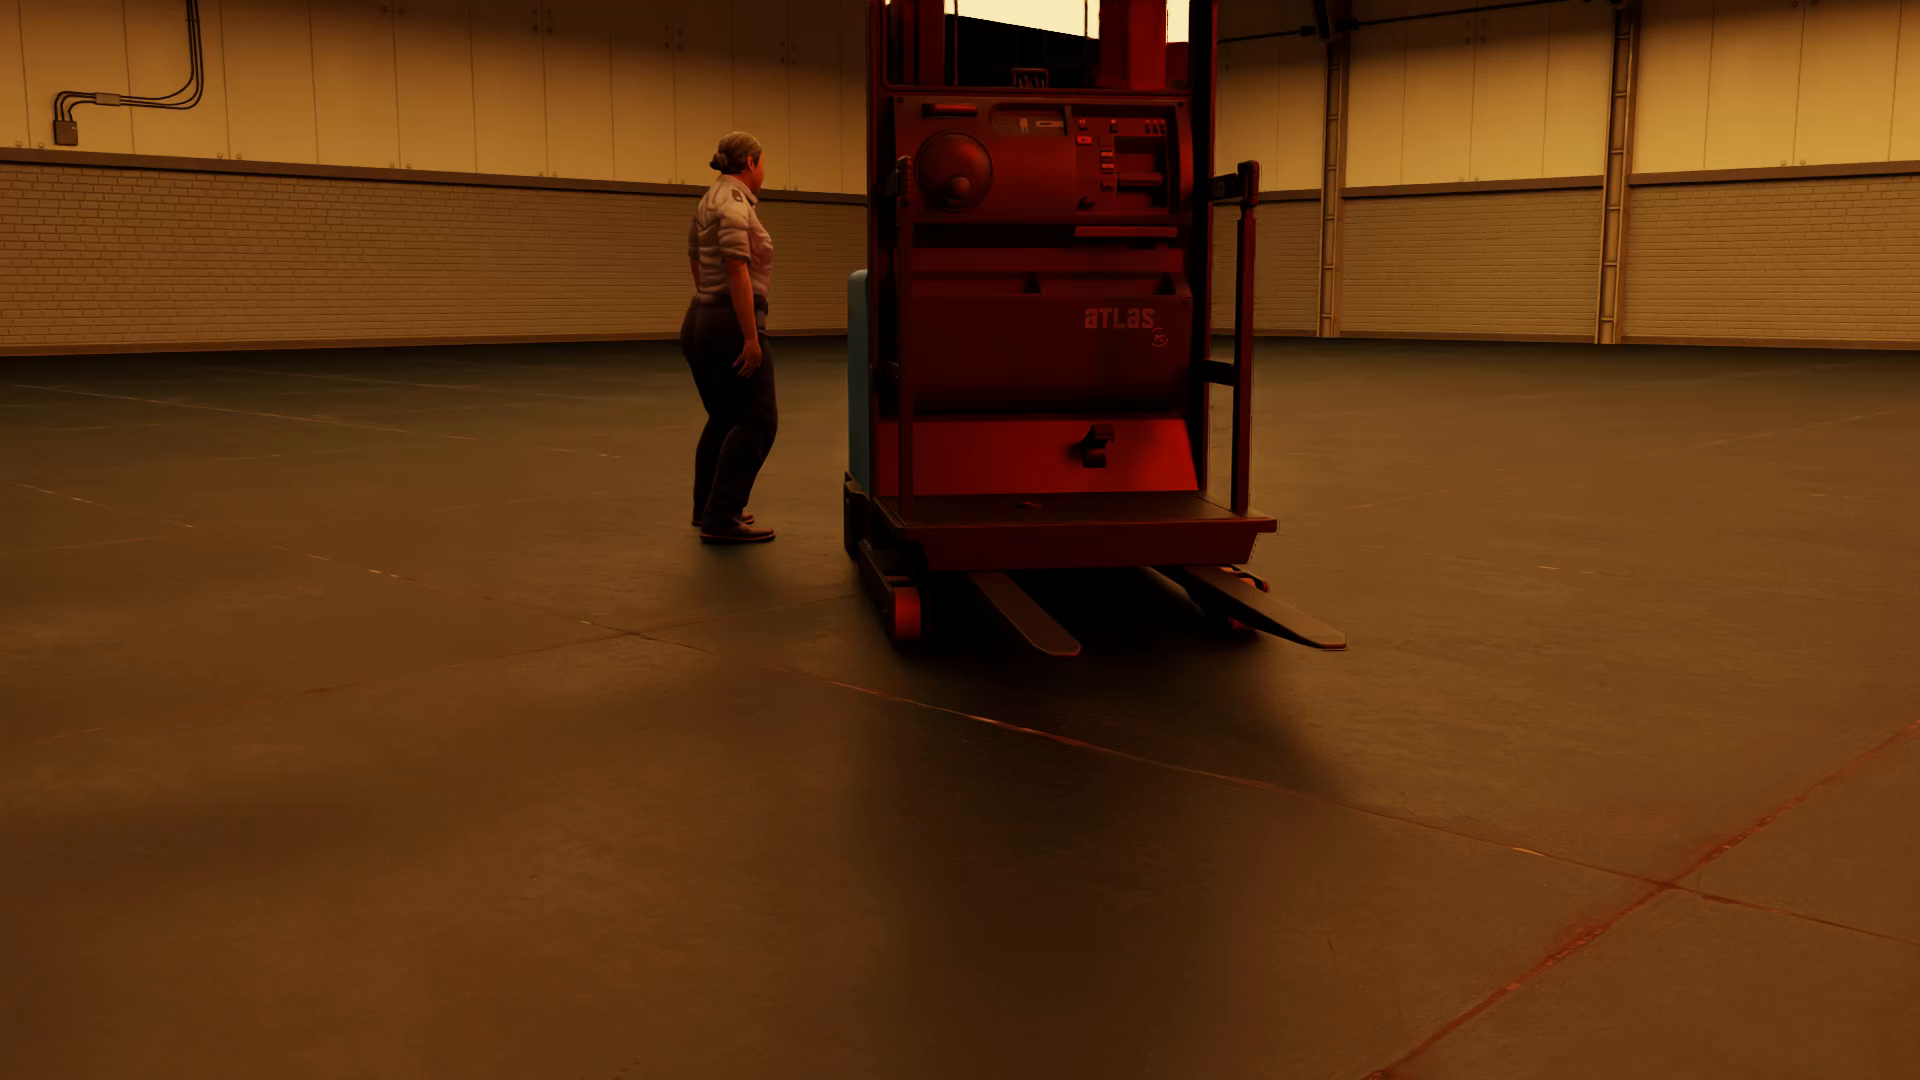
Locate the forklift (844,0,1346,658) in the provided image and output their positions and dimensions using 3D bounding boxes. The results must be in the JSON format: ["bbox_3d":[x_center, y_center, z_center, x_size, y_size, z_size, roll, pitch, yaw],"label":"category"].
[{"bbox_3d":[0.293,-1.211,4.918,1.130,2.935,3.031,-1,9,-9],"label":"forklift"}]

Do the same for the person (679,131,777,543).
[{"bbox_3d":[-0.924,-0.818,6.722,0.391,1.623,0.737,-4,10,-27],"label":"person"}]
